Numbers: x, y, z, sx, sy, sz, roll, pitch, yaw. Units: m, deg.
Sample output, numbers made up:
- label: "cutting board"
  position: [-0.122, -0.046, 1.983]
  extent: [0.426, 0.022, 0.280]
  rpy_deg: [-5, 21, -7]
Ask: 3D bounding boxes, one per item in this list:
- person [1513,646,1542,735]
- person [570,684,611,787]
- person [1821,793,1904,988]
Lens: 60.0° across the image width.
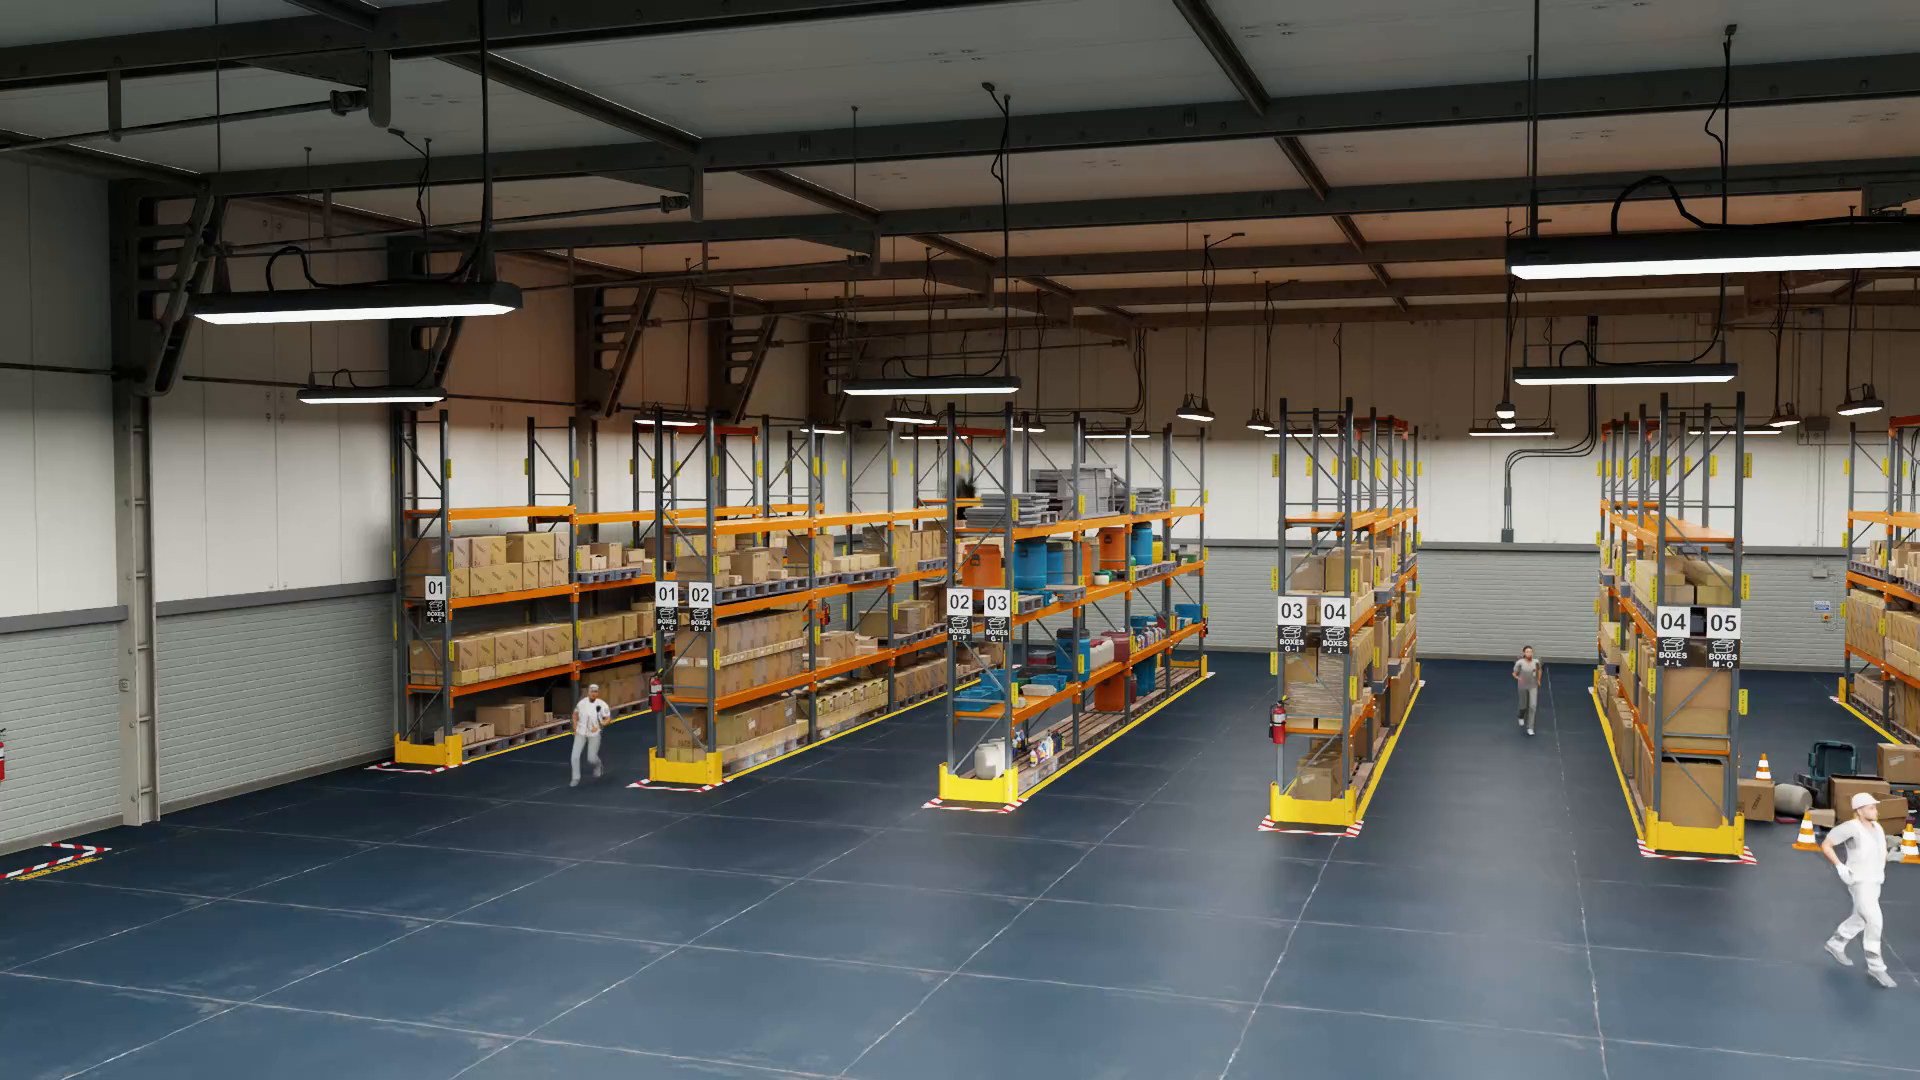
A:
- label: "person"
  position: [10.760, 2.818, 31.543]
  extent: [0.552, 1.655, 0.933]
  rpy_deg: [0, 2, 11]
- label: "person"
  position: [-5.879, 3.087, 26.464]
  extent: [0.622, 1.600, 0.600]
  rpy_deg: [0, 2, 2]
- label: "person"
  position: [8.884, 3.394, 16.371]
  extent: [0.640, 1.824, 0.814]
  rpy_deg: [-1, 3, -29]
